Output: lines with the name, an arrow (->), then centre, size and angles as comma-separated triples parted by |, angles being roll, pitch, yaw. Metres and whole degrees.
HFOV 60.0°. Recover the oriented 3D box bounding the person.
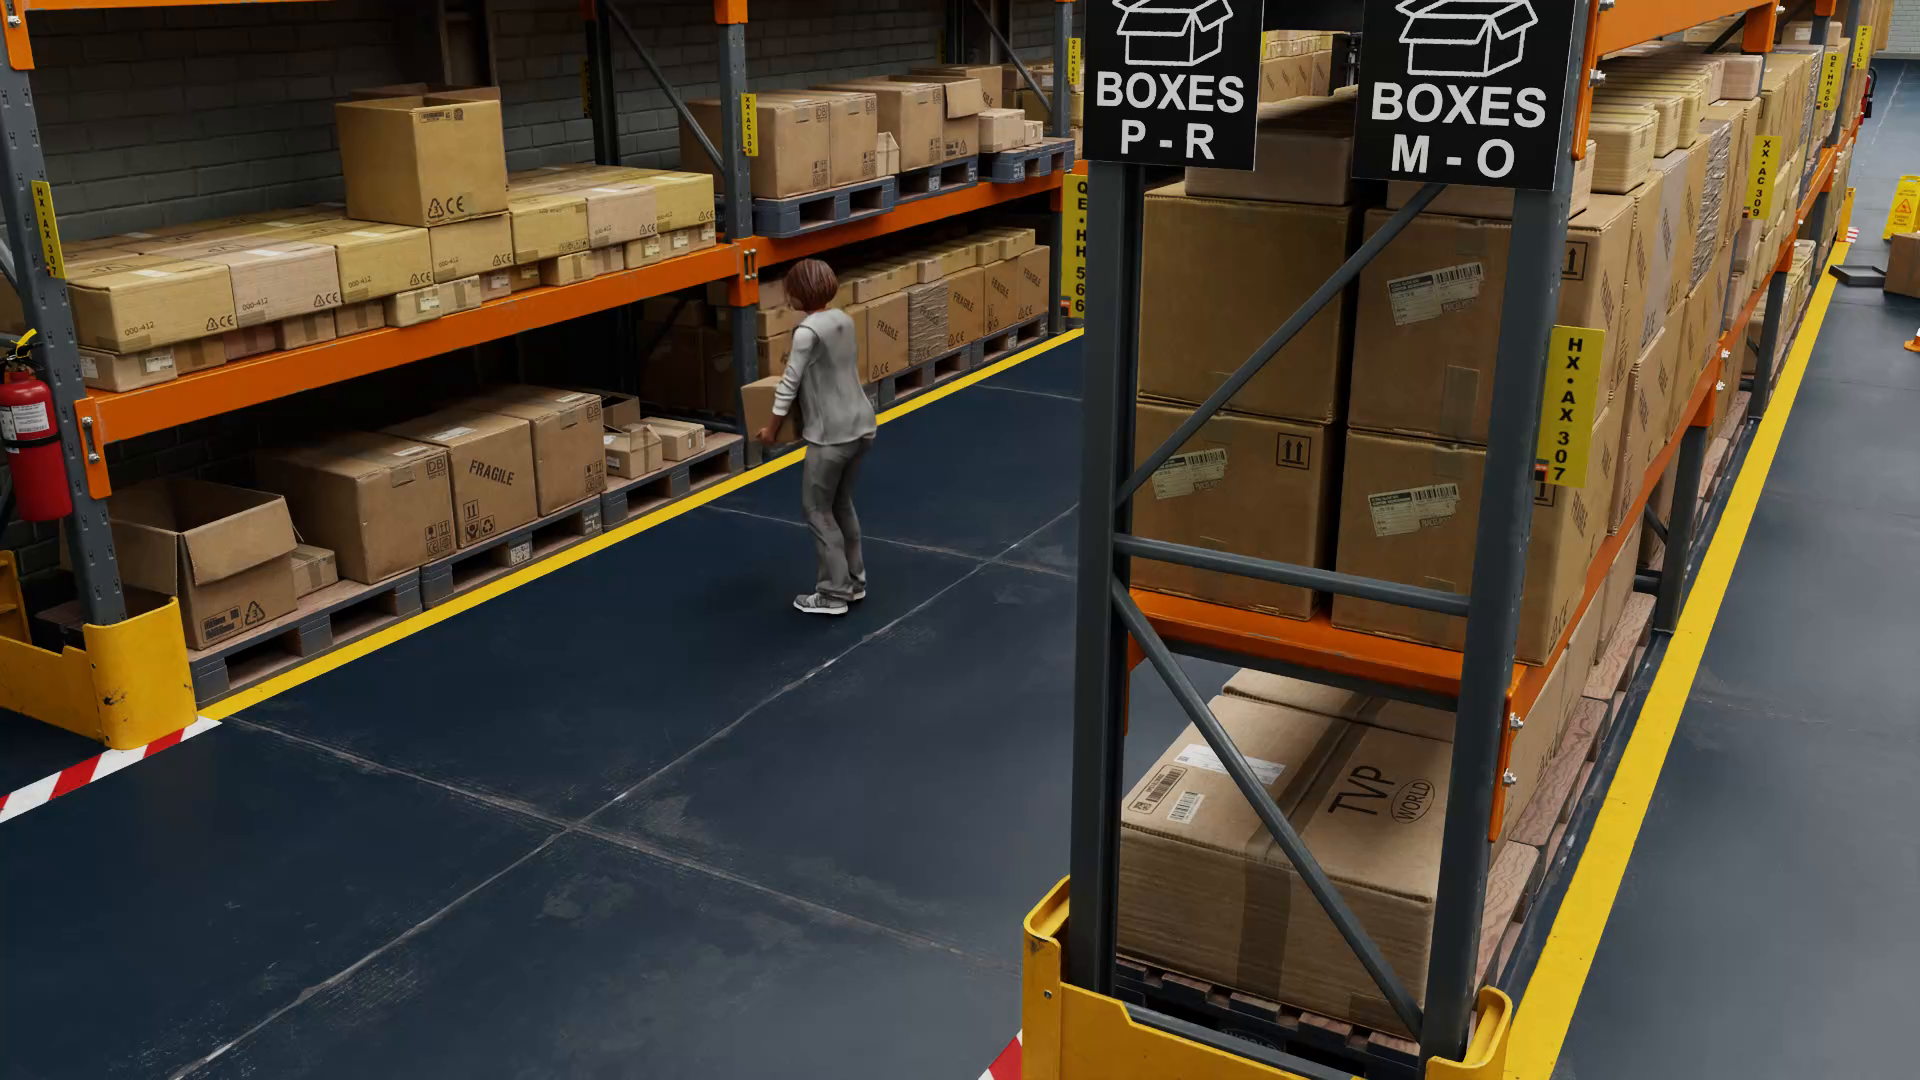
person -> -0.626, -0.458, 7.389 | 0.515, 1.587, 0.373 | 10, 22, 26
